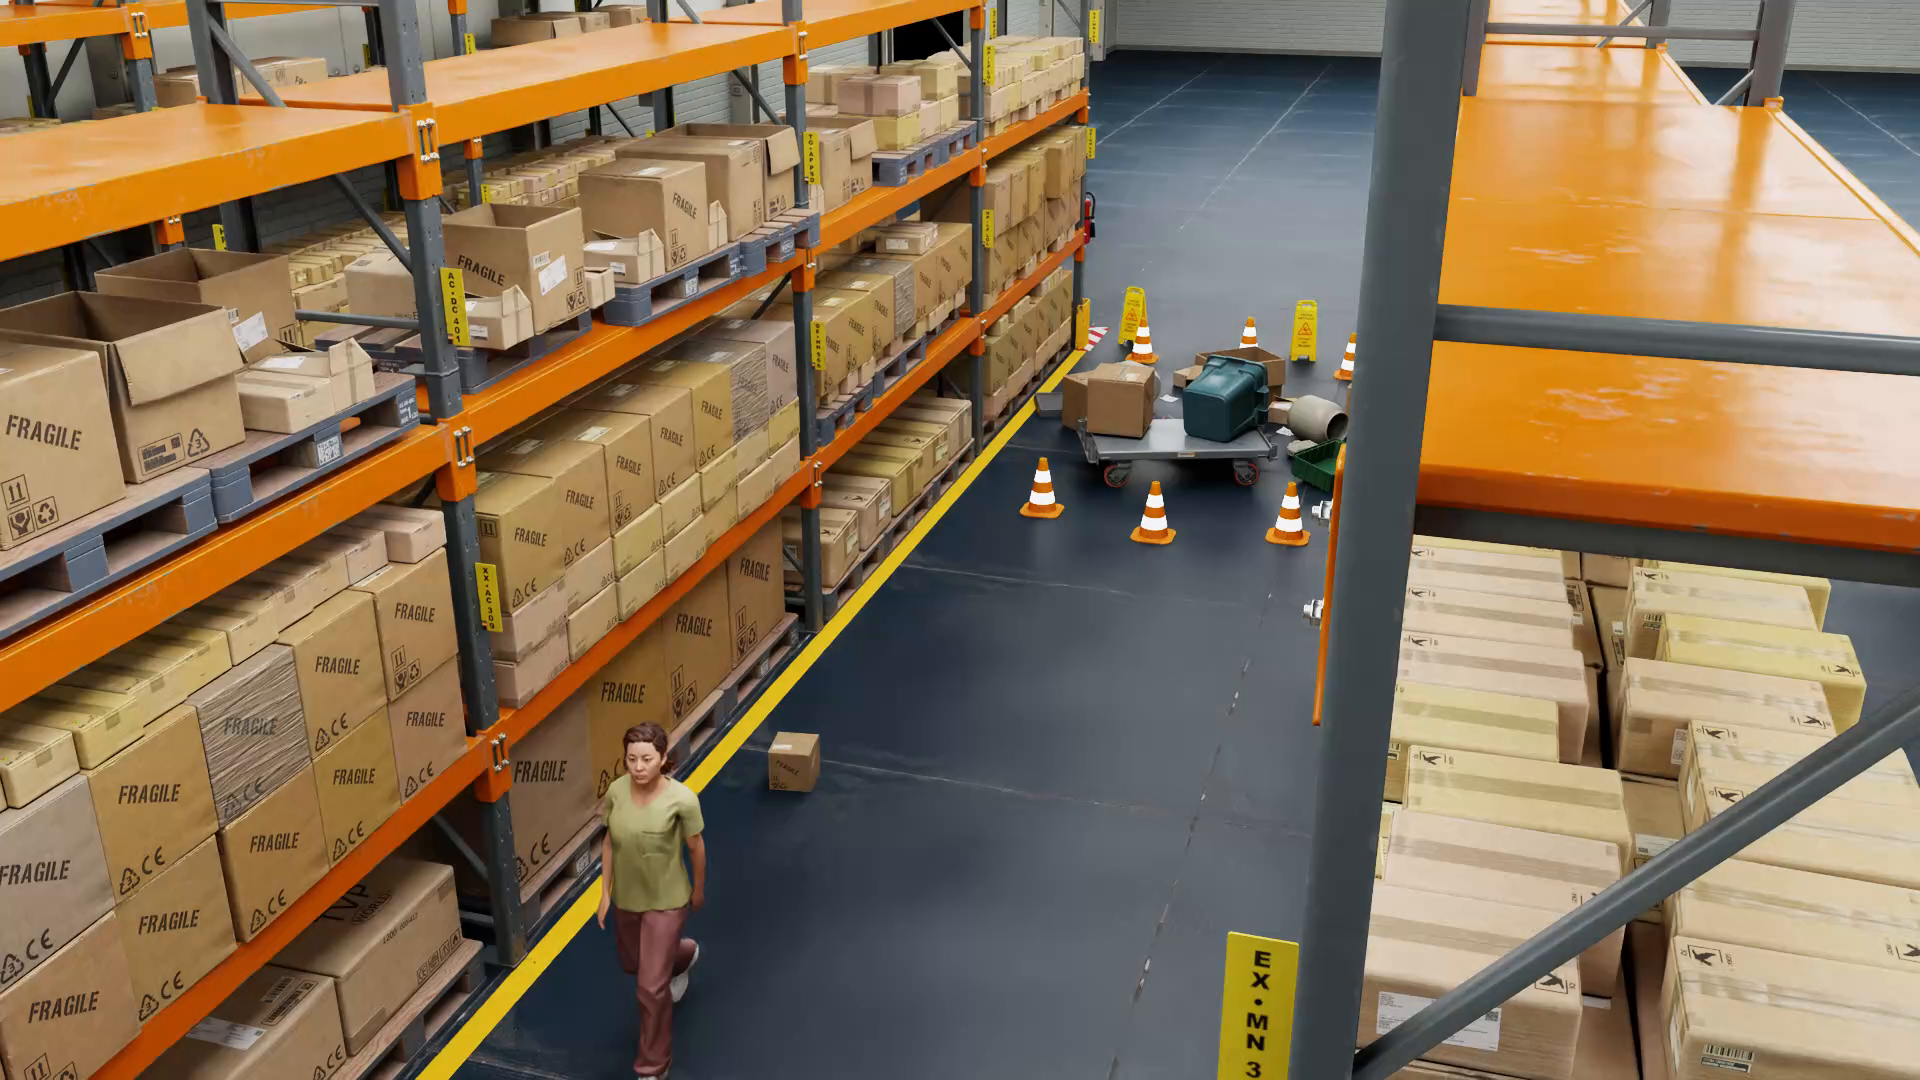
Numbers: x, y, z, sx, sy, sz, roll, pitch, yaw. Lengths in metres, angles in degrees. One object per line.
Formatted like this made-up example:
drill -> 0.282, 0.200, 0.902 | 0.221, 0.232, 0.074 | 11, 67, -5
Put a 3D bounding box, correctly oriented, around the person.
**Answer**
person -> -1.338, 1.543, 7.275 | 0.436, 1.632, 0.898 | 7, 23, 17
